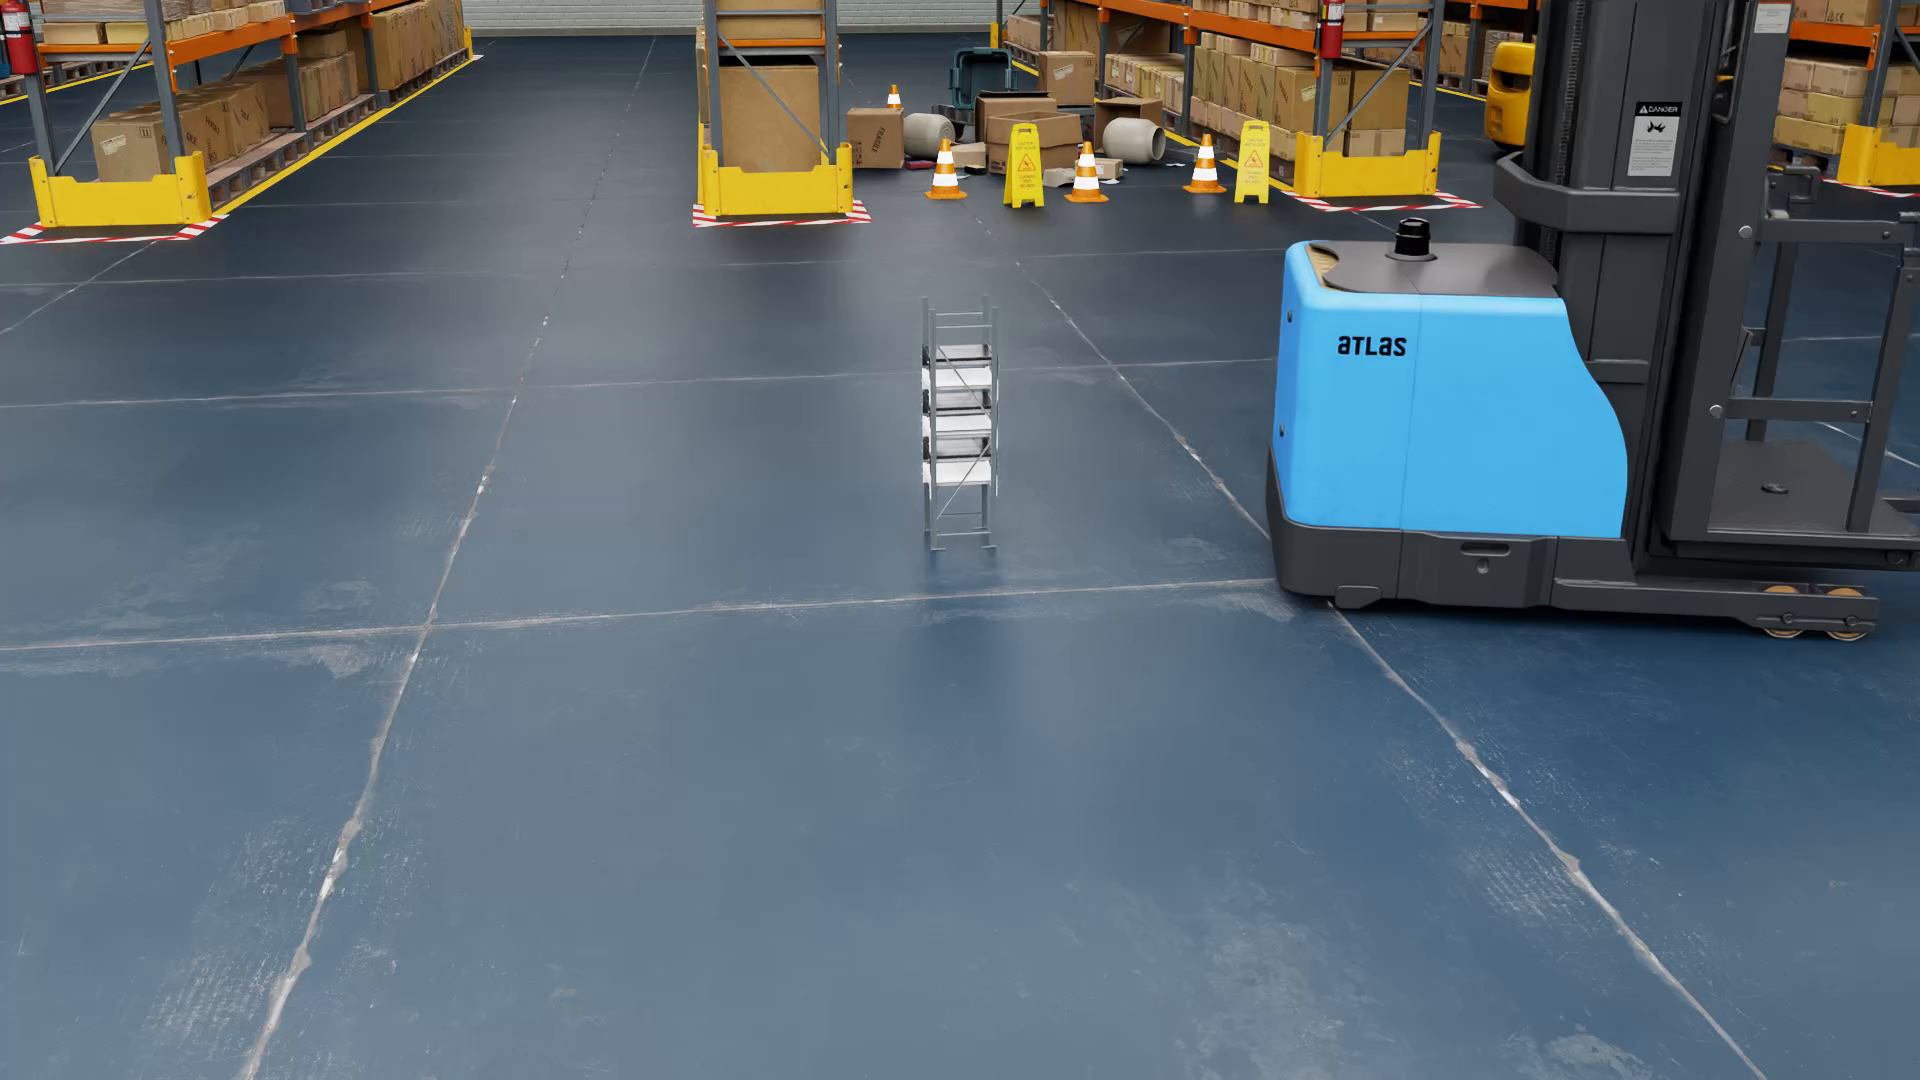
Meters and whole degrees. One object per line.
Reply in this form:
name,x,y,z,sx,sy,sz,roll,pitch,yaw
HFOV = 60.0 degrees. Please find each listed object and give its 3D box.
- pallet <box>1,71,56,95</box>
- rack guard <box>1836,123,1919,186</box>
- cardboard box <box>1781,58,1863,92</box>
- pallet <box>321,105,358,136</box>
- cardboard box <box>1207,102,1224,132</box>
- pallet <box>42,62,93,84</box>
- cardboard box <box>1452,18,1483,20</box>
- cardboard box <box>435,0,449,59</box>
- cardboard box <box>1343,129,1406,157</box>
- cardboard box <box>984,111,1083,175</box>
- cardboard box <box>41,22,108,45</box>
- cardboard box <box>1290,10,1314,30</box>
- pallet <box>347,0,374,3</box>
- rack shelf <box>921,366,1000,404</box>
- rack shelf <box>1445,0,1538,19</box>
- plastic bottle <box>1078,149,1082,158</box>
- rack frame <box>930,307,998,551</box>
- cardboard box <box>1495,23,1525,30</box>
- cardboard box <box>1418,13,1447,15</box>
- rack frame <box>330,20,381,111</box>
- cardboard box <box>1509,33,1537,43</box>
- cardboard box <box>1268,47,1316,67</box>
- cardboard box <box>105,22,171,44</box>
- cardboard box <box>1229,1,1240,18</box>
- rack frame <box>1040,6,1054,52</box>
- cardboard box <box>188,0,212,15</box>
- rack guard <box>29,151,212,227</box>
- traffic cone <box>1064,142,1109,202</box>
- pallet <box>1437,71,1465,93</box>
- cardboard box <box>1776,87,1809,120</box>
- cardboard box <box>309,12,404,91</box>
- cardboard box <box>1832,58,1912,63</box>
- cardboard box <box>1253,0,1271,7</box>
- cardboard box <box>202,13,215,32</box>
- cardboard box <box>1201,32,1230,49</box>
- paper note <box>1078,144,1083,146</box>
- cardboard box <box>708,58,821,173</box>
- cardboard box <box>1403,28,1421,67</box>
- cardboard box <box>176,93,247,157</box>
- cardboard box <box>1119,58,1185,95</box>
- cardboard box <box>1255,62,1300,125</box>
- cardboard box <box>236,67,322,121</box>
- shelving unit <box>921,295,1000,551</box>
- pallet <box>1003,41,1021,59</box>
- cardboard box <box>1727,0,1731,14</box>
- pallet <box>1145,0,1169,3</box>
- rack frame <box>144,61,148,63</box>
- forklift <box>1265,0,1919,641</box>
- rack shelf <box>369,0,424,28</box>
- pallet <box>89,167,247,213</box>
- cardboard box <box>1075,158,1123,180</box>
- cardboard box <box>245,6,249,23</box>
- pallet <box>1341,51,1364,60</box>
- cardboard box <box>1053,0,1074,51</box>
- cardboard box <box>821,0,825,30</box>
pallet,-12.932,-6.151,22.384,1.003,0.211,1.213,-3,21,-8
rack guard,8.350,-3.394,14.589,1.175,0.500,0.348,-3,21,-8
cardboard box,7.892,-4.271,15.264,0.500,0.250,0.500,-3,21,-7
pallet,-7.241,-4.593,18.213,1.003,0.211,1.213,-3,21,-8
cardboard box,2.765,-4.213,16.539,0.500,0.250,0.500,-2,21,-5
pallet,-13.147,-6.673,23.781,1.003,0.211,1.213,-3,21,-8
cardboard box,7.187,-7.314,23.557,0.380,0.149,0.250,-3,21,-7
cardboard box,-8.247,-7.722,25.041,0.875,0.875,0.875,-3,21,-8
cardboard box,3.593,-3.524,14.693,0.500,0.250,0.500,-3,21,-8
cardboard box,0.677,-3.633,15.223,0.637,0.503,0.797,17,27,39
cardboard box,-6.617,-3.792,12.442,0.380,0.149,0.250,-3,21,-8
cardboard box,3.023,-4.405,14.082,0.380,0.149,0.250,-3,21,-8
pallet,-7.316,-6.260,18.965,1.213,0.211,1.003,-3,21,-8
rack shelf,-0.001,-0.562,6.015,0.258,0.077,0.200,-3,21,-8
rack shelf,6.905,-7.699,23.570,1.077,0.370,4.000,-3,21,-8
plastic bottle,1.189,-3.789,16.273,0.133,0.061,0.283,1,20,2
rack frame,0.014,-0.389,5.972,0.240,0.900,0.006,-3,21,-8
cardboard box,7.427,-6.869,22.366,0.380,0.149,0.250,-2,21,-5
cardboard box,7.042,-7.770,24.779,0.380,0.149,0.250,-3,21,-7
rack frame,-7.524,-6.592,19.578,1.000,3.000,0.127,-3,21,-8
cardboard box,7.372,-5.985,20.747,0.875,0.625,0.625,-2,21,-6
cardboard box,2.942,-4.273,14.702,0.380,0.149,0.250,-2,21,-6
cardboard box,-6.176,-3.815,12.502,0.380,0.149,0.250,-3,21,-8
cardboard box,2.762,-5.020,15.730,0.380,0.149,0.250,-3,21,-7
rack frame,1.705,-8.476,24.624,1.000,3.000,0.127,-3,21,-8
cardboard box,-6.643,-4.542,13.522,0.875,0.500,0.500,-3,21,-8
rack guard,-6.382,-2.677,12.670,1.175,0.500,0.348,-3,21,-8
traffic cone,1.047,-3.043,13.703,0.336,0.463,0.334,-3,21,-8
pallet,7.123,-6.297,22.775,1.003,0.211,1.213,-3,21,-8
cardboard box,7.905,-4.043,15.369,0.500,0.250,0.500,-3,21,-8
cardboard box,-7.603,-6.033,20.519,1.225,0.875,0.875,-4,21,-10
cardboard box,8.389,-4.299,15.340,0.500,0.250,0.500,-3,21,-8
cardboard box,2.948,-5.029,14.825,0.500,0.500,0.500,-3,21,-8
cardboard box,-6.363,-4.247,13.660,0.380,0.149,0.250,-3,21,-8
cardboard box,2.635,-5.006,16.664,0.380,0.149,0.250,-3,21,-7
paper note,1.247,-4.046,17.006,0.148,0.019,0.142,-3,21,-8
cardboard box,-1.612,-3.470,13.656,0.875,0.875,0.875,-3,21,-7
cardboard box,6.687,-7.038,23.746,0.500,0.500,0.500,-4,21,-10
cardboard box,-6.672,-3.683,14.763,0.500,0.500,0.500,-5,21,-13
cardboard box,2.468,-5.606,20.094,0.950,0.372,0.625,-3,21,-9
cardboard box,2.983,-4.026,14.967,0.500,0.500,0.500,-2,21,-6
cardboard box,-7.065,-4.622,17.247,0.700,0.500,0.500,-3,21,-8
shelving unit,-0.001,-0.424,6.066,0.258,0.900,0.210,-3,21,-8
pallet,1.322,-8.282,28.089,1.003,0.211,1.213,-3,21,-8
cardboard box,7.793,-5.308,15.999,0.500,0.500,0.500,-3,21,-7
pallet,2.608,-6.318,19.120,1.003,0.211,1.213,-3,21,-8
rack frame,-13.579,-9.112,26.325,1.000,3.000,0.127,-3,21,-8
forklift,2.630,-1.245,5.362,3.031,2.935,1.130,2,21,6
rack shelf,-7.813,-6.947,21.558,1.077,0.370,4.000,-3,21,-8
pallet,-6.464,-2.825,13.478,1.003,0.211,1.213,-3,21,-8
cardboard box,1.248,-3.338,14.940,0.380,0.149,0.250,8,22,20
cardboard box,-6.571,-4.679,14.815,0.380,0.149,0.250,-3,21,-8
pallet,6.519,-7.660,26.423,1.003,0.211,1.213,-3,21,-8
cardboard box,1.874,-7.467,24.358,0.875,0.875,0.875,-2,21,-6
cardboard box,-1.604,-4.623,14.092,0.875,0.550,0.550,-3,21,-8
